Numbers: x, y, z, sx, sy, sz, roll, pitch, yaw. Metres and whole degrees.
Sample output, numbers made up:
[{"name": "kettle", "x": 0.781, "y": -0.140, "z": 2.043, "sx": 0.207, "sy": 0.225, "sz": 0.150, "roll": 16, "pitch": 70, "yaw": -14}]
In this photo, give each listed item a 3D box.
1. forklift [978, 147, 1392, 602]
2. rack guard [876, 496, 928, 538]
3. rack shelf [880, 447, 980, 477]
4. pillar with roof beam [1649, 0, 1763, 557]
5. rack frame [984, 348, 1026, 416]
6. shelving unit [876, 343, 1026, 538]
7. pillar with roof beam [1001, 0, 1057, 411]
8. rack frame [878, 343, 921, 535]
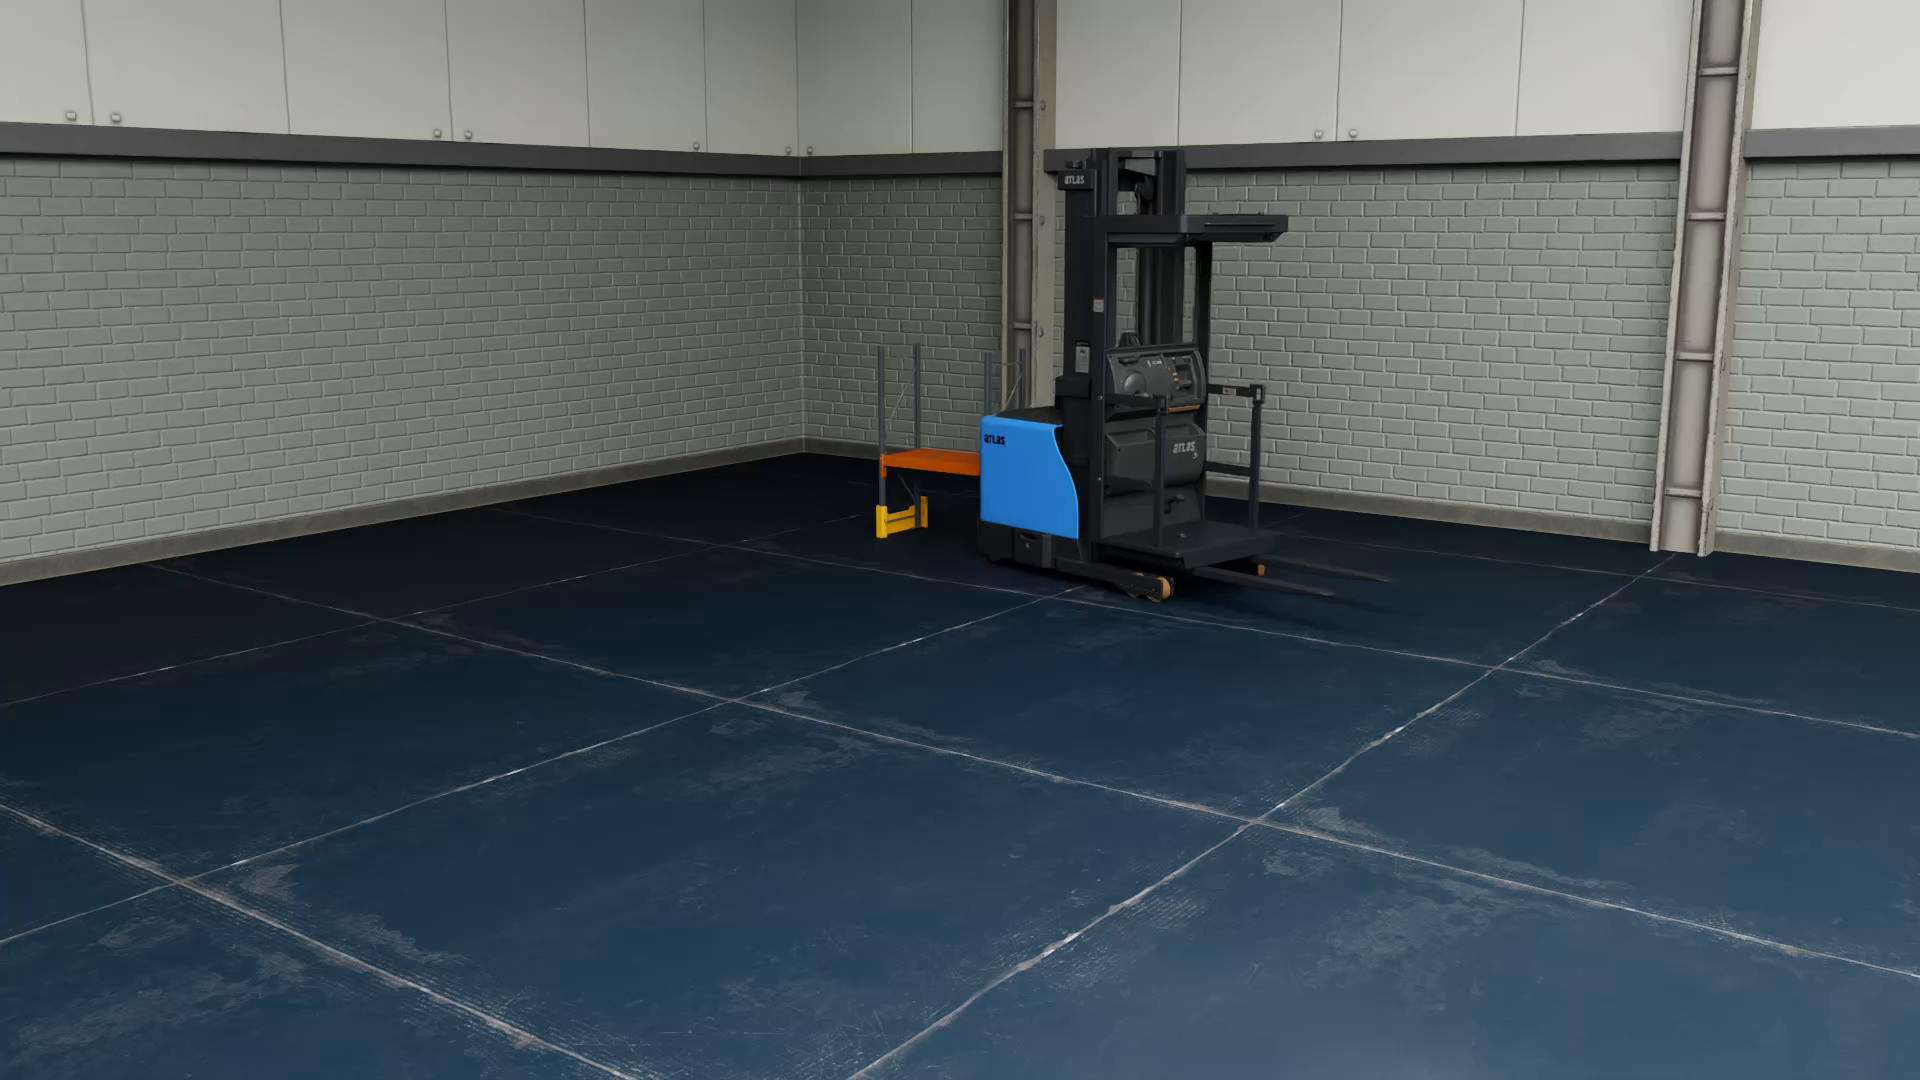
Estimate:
[{"name": "forklift", "x": 1.487, "y": -1.140, "z": 11.208, "sx": 1.130, "sy": 2.935, "sz": 3.031, "roll": -10, "pitch": 15, "yaw": -41}, {"name": "rack guard", "x": -0.463, "y": -0.187, "z": 13.340, "sx": 0.087, "sy": 0.250, "sz": 0.587, "roll": 8, "pitch": 13, "yaw": 36}, {"name": "rack shelf", "x": -0.069, "y": -0.569, "z": 12.971, "sx": 1.000, "sy": 0.185, "sz": 0.538, "roll": 8, "pitch": 13, "yaw": 36}, {"name": "pillar with roof beam", "x": 2.932, "y": -3.681, "z": 8.365, "sx": 0.400, "sy": 9.000, "sz": 9.100, "roll": 8, "pitch": 13, "yaw": 36}, {"name": "rack frame", "x": 0.341, "y": -0.689, "z": 12.641, "sx": 0.032, "sy": 1.500, "sz": 0.500, "roll": 8, "pitch": 13, "yaw": 36}, {"name": "shelving unit", "x": -0.061, "y": -0.745, "z": 12.932, "sx": 1.083, "sy": 1.500, "sz": 0.587, "roll": 8, "pitch": 13, "yaw": 36}, {"name": "pillar with roof beam", "x": -1.904, "y": -4.356, "z": 11.852, "sx": 0.400, "sy": 9.000, "sz": 9.100, "roll": 8, "pitch": 13, "yaw": 36}, {"name": "rack frame", "x": -0.478, "y": -0.803, "z": 13.232, "sx": 0.032, "sy": 1.500, "sz": 0.500, "roll": 8, "pitch": 13, "yaw": 36}]
